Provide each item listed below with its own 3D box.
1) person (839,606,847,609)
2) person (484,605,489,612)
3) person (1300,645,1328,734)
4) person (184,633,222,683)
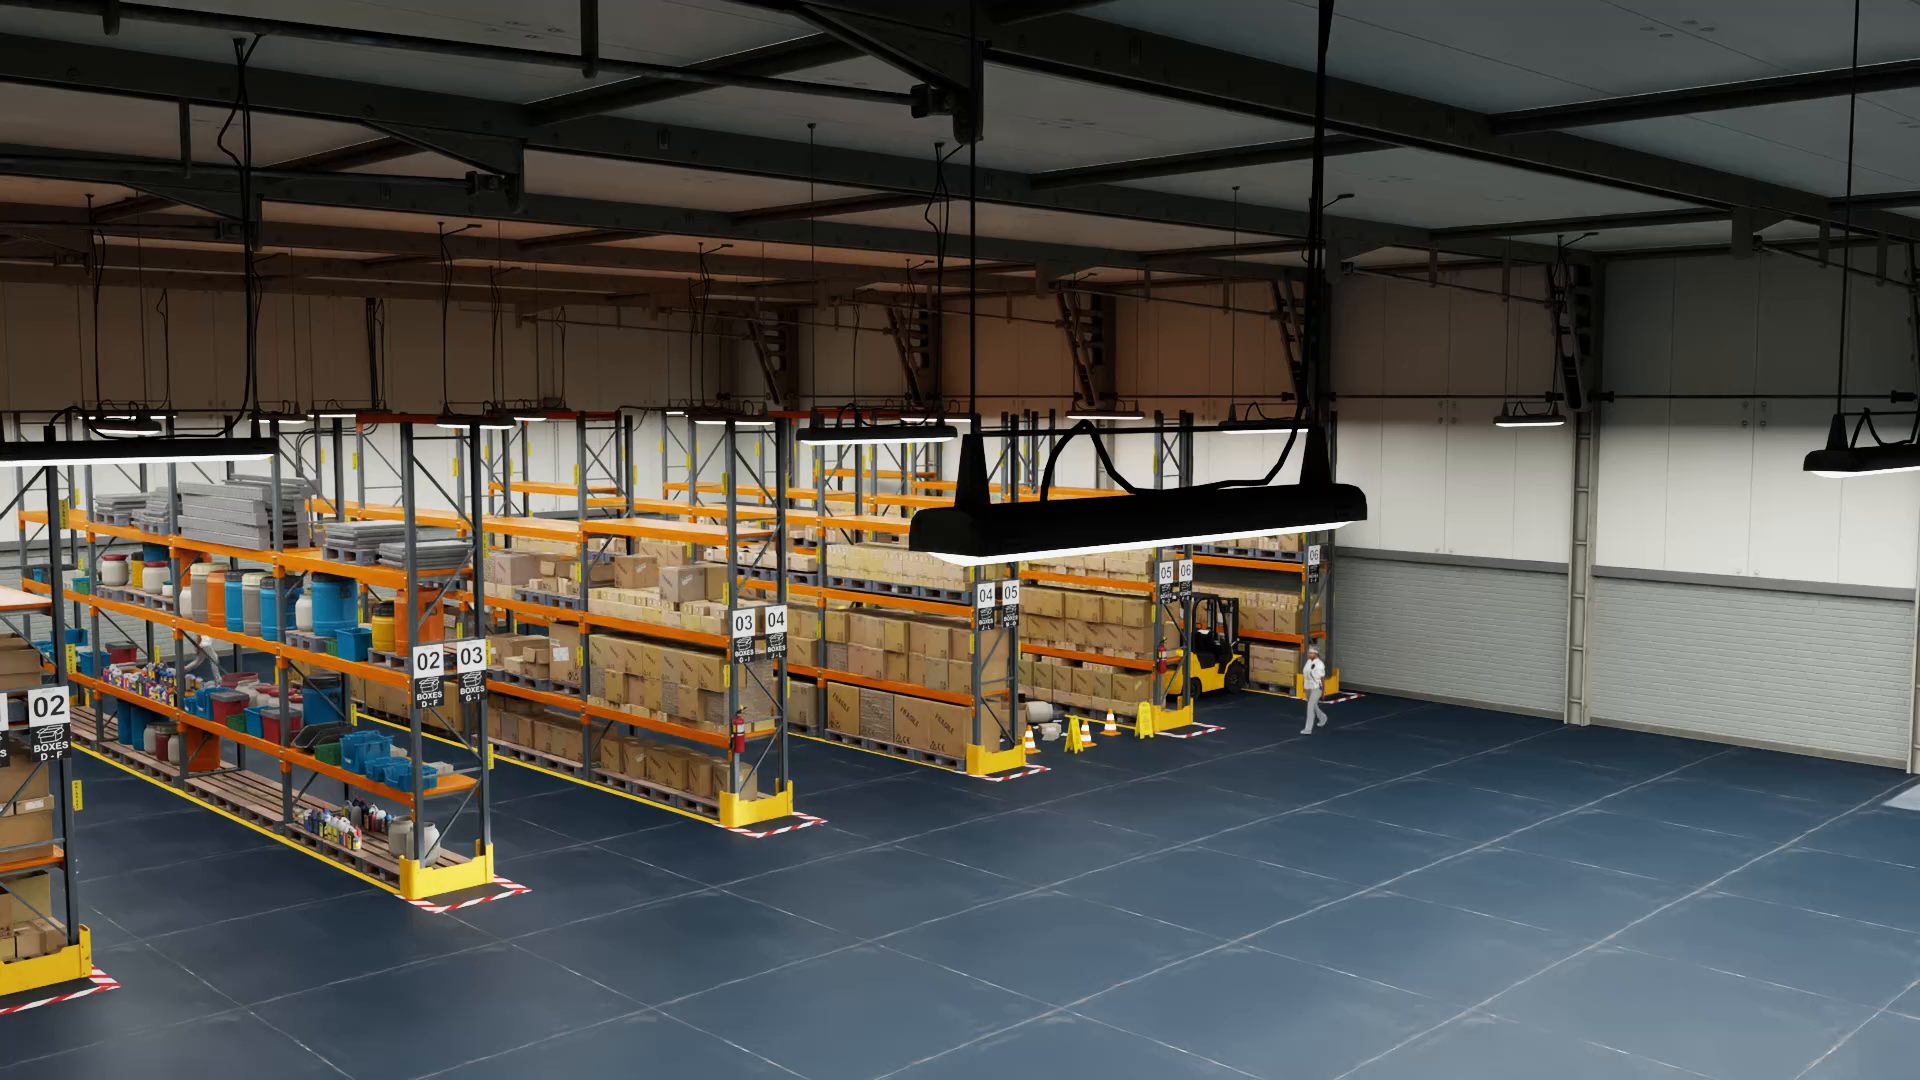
[{"bbox_3d":[-2.544,2.319,36.131,0.466,1.794,0.590,4,6,40],"label":"person"},{"bbox_3d":[-11.633,1.929,40.284,0.599,1.777,0.567,5,7,45],"label":"person"},{"bbox_3d":[6.680,2.786,31.231,0.965,1.647,0.447,-4,6,-40],"label":"person"},{"bbox_3d":[-16.642,2.307,36.552,1.085,1.716,0.561,-2,5,-18],"label":"person"}]
